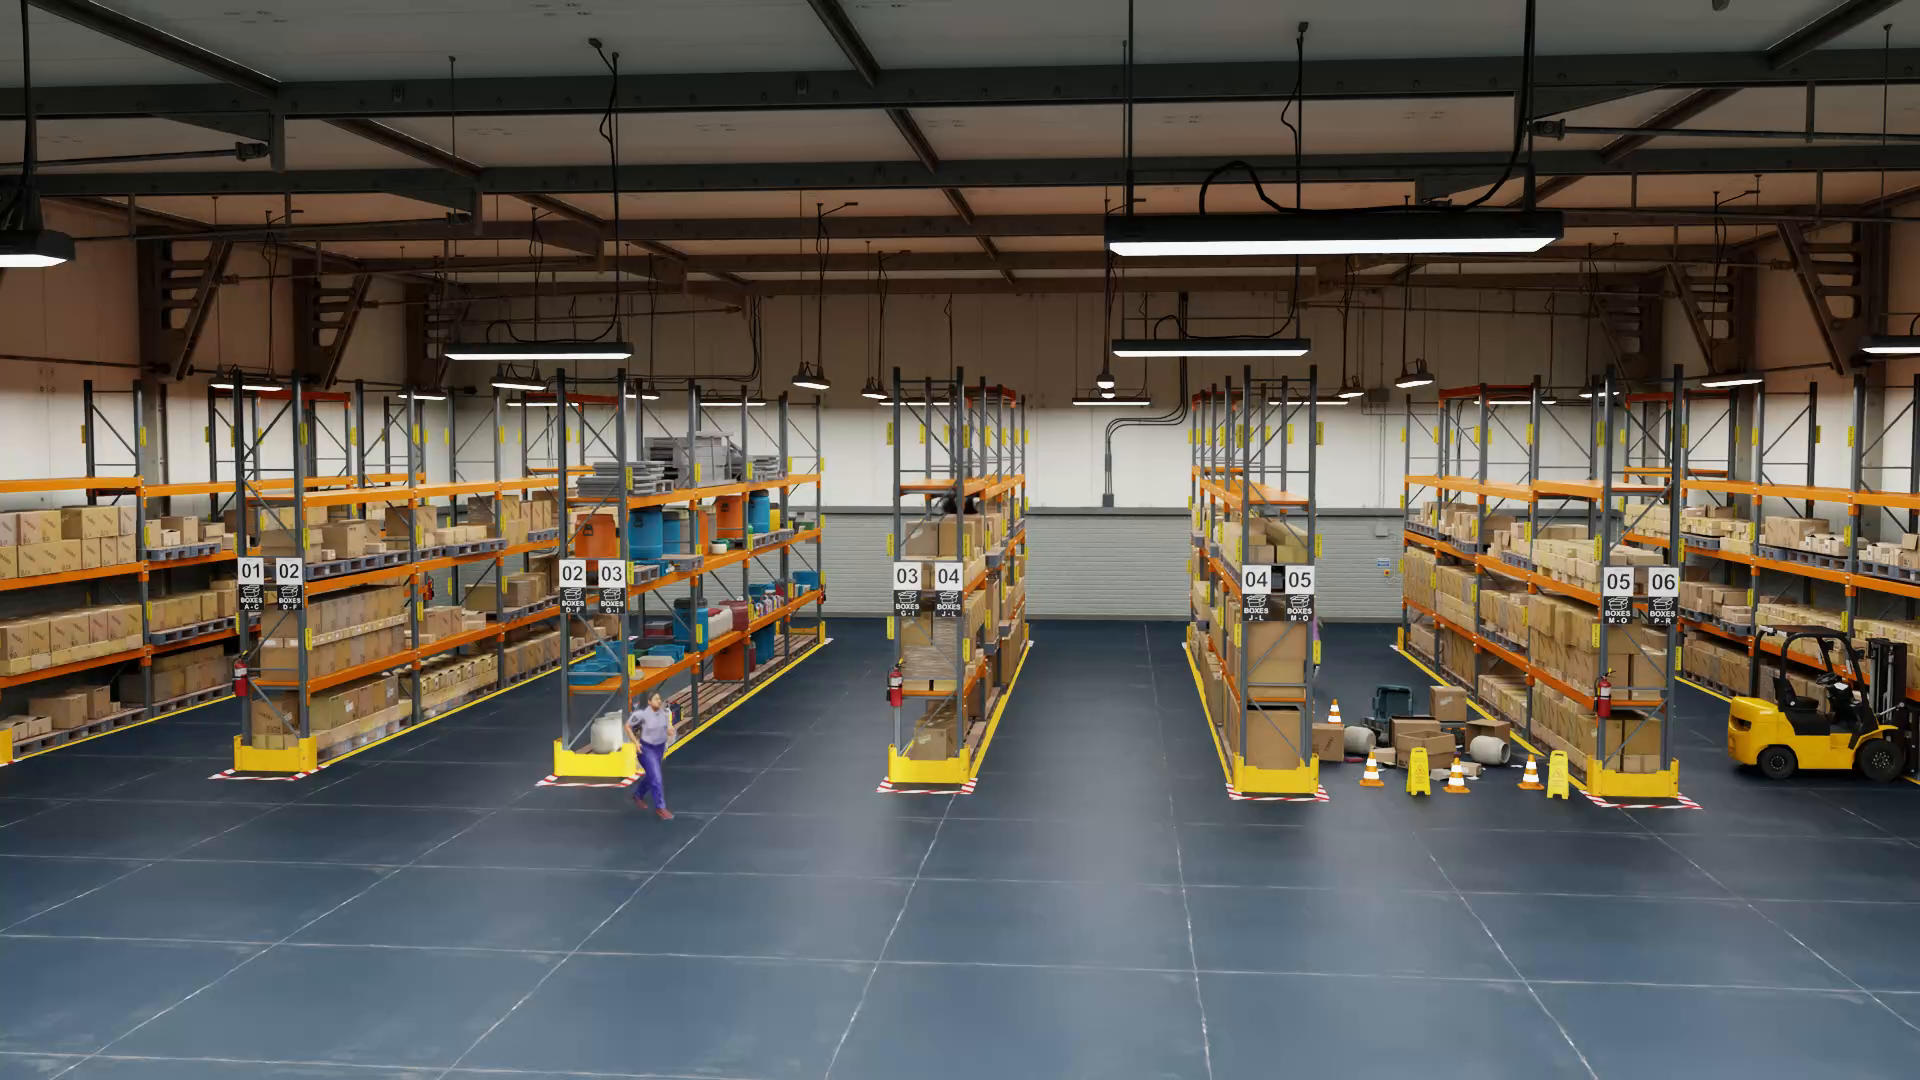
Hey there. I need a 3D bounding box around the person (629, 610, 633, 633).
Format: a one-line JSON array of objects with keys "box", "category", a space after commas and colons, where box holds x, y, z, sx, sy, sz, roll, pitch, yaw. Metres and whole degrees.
[{"box": [-8.710, 1.554, 42.559, 0.818, 1.683, 0.596, 2, 4, 26], "category": "person"}]

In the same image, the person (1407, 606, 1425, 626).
[{"box": [11.167, 1.660, 40.412, 0.598, 1.685, 0.664, 0, 4, -3], "category": "person"}]

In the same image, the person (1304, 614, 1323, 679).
[{"box": [7.169, 2.132, 33.966, 0.541, 1.558, 0.977, 0, 4, -3], "category": "person"}]

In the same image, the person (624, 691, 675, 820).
[{"box": [-4.090, 2.815, 21.949, 0.839, 1.672, 0.610, 2, 4, 34], "category": "person"}]
